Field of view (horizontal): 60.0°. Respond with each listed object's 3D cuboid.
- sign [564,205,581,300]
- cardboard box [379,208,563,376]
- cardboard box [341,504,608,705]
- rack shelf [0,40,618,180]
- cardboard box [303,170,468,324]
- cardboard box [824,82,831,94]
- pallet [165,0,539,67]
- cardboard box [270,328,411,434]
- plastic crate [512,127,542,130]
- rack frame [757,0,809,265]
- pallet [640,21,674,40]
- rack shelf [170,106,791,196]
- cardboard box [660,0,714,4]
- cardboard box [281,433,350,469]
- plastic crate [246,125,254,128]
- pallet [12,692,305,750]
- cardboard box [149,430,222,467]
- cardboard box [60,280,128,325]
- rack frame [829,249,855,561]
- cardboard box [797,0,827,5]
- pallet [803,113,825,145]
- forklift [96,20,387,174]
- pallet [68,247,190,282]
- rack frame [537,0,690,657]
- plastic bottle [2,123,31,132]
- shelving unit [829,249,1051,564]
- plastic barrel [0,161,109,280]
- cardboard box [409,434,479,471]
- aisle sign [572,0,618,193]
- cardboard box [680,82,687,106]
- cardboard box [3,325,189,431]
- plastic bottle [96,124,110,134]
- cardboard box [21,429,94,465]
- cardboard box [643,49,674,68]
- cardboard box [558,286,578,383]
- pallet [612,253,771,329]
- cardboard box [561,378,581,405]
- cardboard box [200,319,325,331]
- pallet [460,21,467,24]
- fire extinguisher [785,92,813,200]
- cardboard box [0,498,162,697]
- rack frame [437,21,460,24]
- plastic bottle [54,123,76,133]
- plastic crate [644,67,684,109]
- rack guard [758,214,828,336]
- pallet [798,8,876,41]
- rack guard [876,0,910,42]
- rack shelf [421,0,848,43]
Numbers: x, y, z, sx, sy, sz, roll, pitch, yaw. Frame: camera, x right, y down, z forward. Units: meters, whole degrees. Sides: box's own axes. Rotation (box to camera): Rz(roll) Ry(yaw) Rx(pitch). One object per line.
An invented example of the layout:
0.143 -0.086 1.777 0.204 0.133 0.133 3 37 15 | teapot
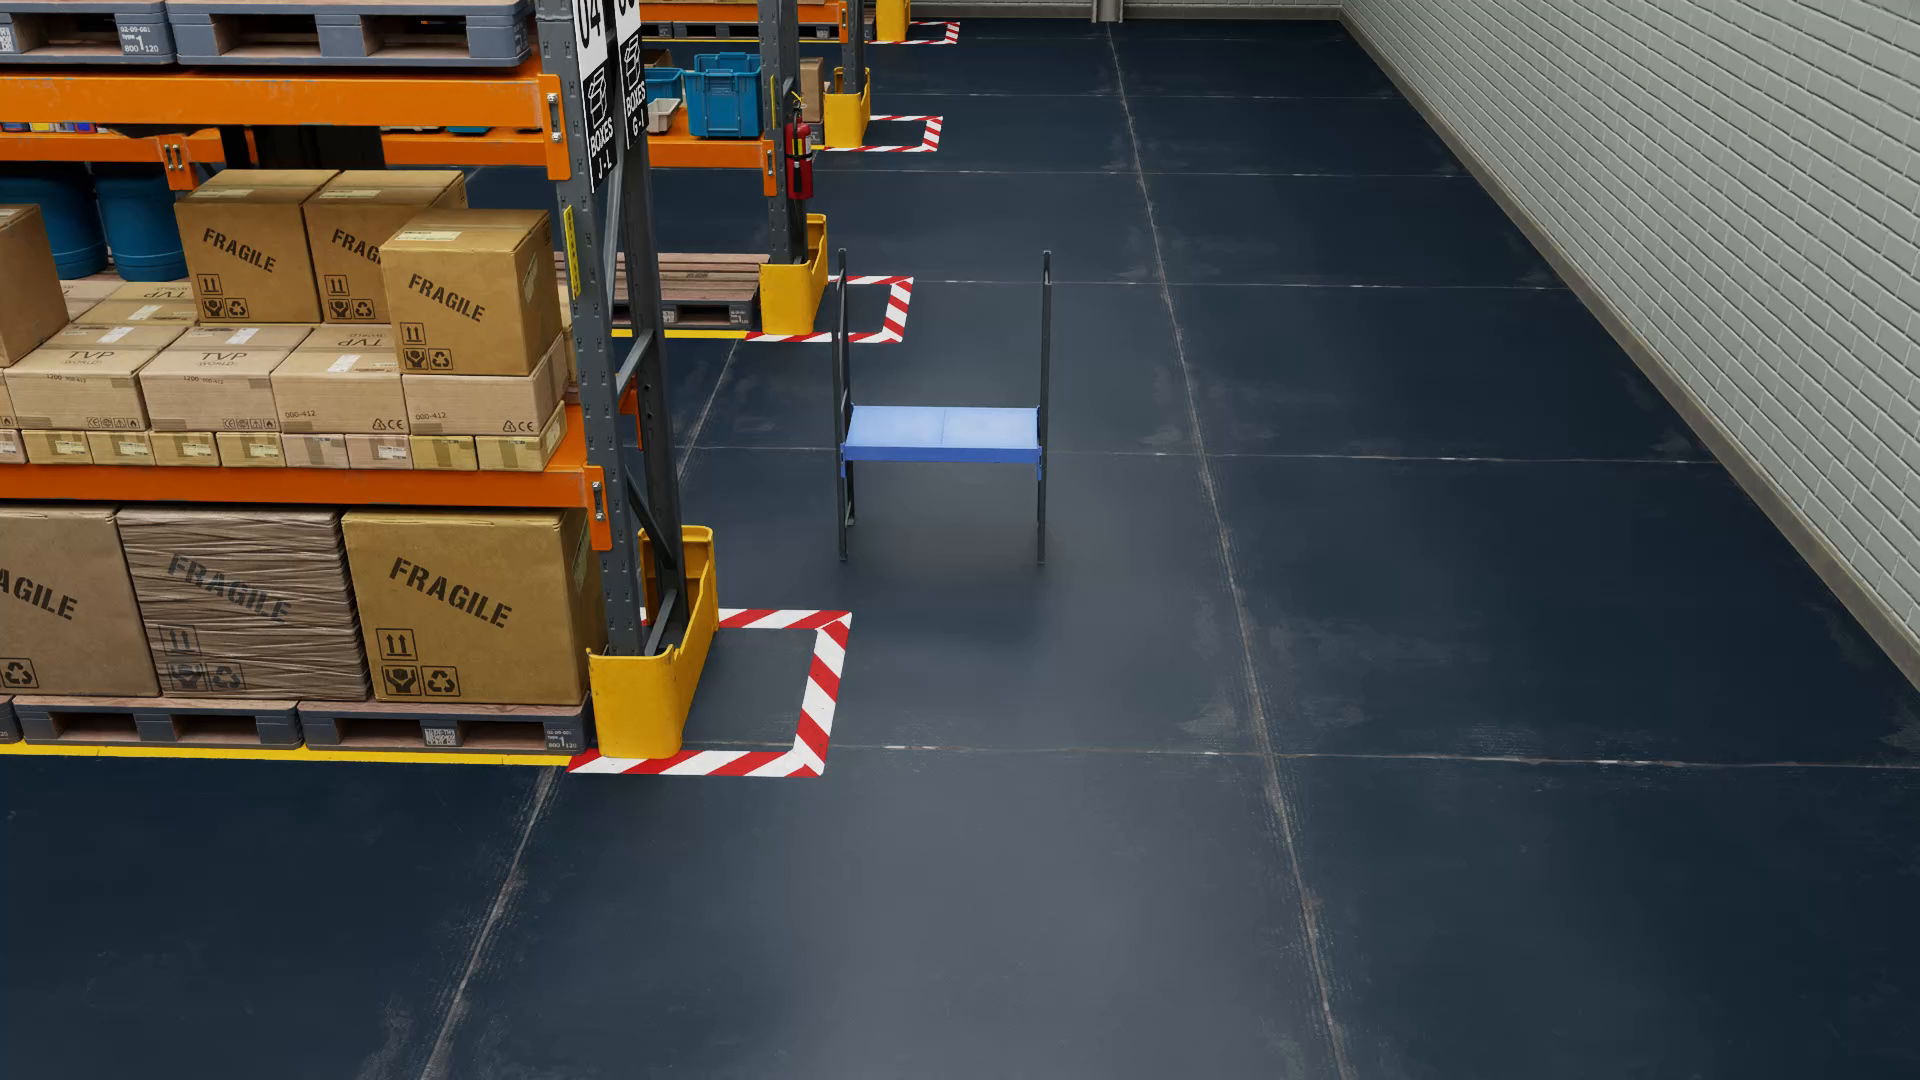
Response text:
-1.402 -1.040 6.020 0.005 0.325 0.100 1 28 2 | sign
-1.865 -0.959 6.398 0.500 0.500 0.500 1 28 2 | cardboard box
-2.011 0.103 7.174 0.875 0.875 0.875 1 28 2 | cardboard box
-3.368 -1.718 6.354 4.000 0.370 1.077 1 28 2 | rack shelf
-2.339 -1.217 6.884 0.500 0.500 0.500 0 28 1 | cardboard box
-1.422 -4.417 16.454 0.250 0.149 0.380 1 28 2 | cardboard box
-2.111 -1.971 6.157 1.213 0.211 1.003 1 28 2 | pallet
-2.370 -0.635 6.588 0.500 0.250 0.500 0 28 1 | cardboard box
-2.880 -2.835 11.114 0.250 0.136 0.298 1 28 2 | plastic crate
-1.194 -2.996 11.199 0.127 3.000 1.000 1 28 2 | rack frame
-4.085 -6.418 20.632 1.213 0.211 1.003 1 28 2 | pallet
-3.193 -2.711 11.430 4.000 0.370 1.077 1 28 2 | rack shelf
-2.490 -5.256 15.356 0.500 0.500 0.500 1 28 2 | cardboard box
-2.498 -0.431 6.629 0.250 0.149 0.380 1 28 3 | cardboard box
-4.732 -2.897 11.230 0.243 0.136 0.396 1 28 2 | plastic crate
-3.387 0.557 7.475 1.213 0.211 1.003 1 28 2 | pallet
-3.016 -0.438 6.643 0.250 0.149 0.380 1 28 2 | cardboard box
-3.889 -0.909 7.104 0.500 0.250 0.500 2 28 3 | cardboard box
-0.593 -0.672 8.417 0.032 1.500 0.500 1 28 2 | rack frame
-1.473 -5.238 15.323 0.500 0.500 0.500 2 28 3 | cardboard box
-1.888 -4.096 16.252 1.213 0.211 1.003 1 28 2 | pallet
-3.474 -1.214 7.910 3.031 2.935 1.130 -18 33 -30 | forklift
-5.961 -1.862 12.037 1.213 0.211 1.003 1 28 2 | pallet
-1.369 -0.677 6.825 0.127 3.000 1.000 1 28 2 | rack frame
-6.307 -2.905 11.080 0.185 0.351 0.144 1 28 2 | plastic bottle
-0.085 -0.664 8.401 1.048 1.500 0.538 1 28 2 | shelving unit
-6.442 -2.349 11.771 0.708 0.901 0.600 1 28 2 | plastic barrel
-1.996 -0.422 6.611 0.250 0.149 0.380 1 28 2 | cardboard box
-1.308 -1.684 5.949 0.004 0.787 0.394 1 28 2 | aisle sign
-2.516 -4.217 15.969 0.500 0.250 0.500 1 28 2 | cardboard box
-3.399 -0.650 6.616 0.500 0.250 0.500 1 28 2 | cardboard box
-5.714 -2.818 11.076 0.097 0.201 0.097 0 28 0 | plastic bottle
-3.525 -0.447 6.659 0.250 0.149 0.380 0 28 0 | cardboard box
-3.135 -4.443 16.125 0.637 0.503 0.797 1 28 2 | cardboard box
-1.839 -0.877 7.044 0.500 0.250 0.500 0 28 0 | cardboard box
-2.017 -1.796 11.912 1.213 0.211 1.003 1 28 2 | pallet
-1.712 -0.727 7.187 0.250 0.149 0.380 1 28 2 | cardboard box
-2.861 -0.892 7.073 0.500 0.250 0.500 0 28 0 | cardboard box
-5.616 -6.445 20.682 1.213 0.211 1.003 1 28 2 | pallet
-1.059 -2.582 10.898 0.183 0.674 0.296 1 28 2 | fire extinguisher
-3.810 0.073 7.230 0.875 0.875 0.875 1 28 2 | cardboard box
-5.013 -5.380 15.697 0.127 3.000 1.000 1 28 2 | rack frame
-5.962 -2.868 11.091 0.135 0.276 0.152 1 28 2 | plastic bottle
-2.087 -3.117 11.543 0.300 0.233 0.416 1 28 2 | plastic crate
-1.170 -1.897 11.795 0.348 0.500 1.175 1 28 2 | rack guard
-1.646 -6.378 20.555 1.213 0.211 1.003 1 28 2 | pallet
-0.821 -6.528 20.531 0.348 0.500 1.175 1 28 2 | rack guard
-3.014 -5.029 15.803 4.000 0.370 1.077 1 28 2 | rack shelf
